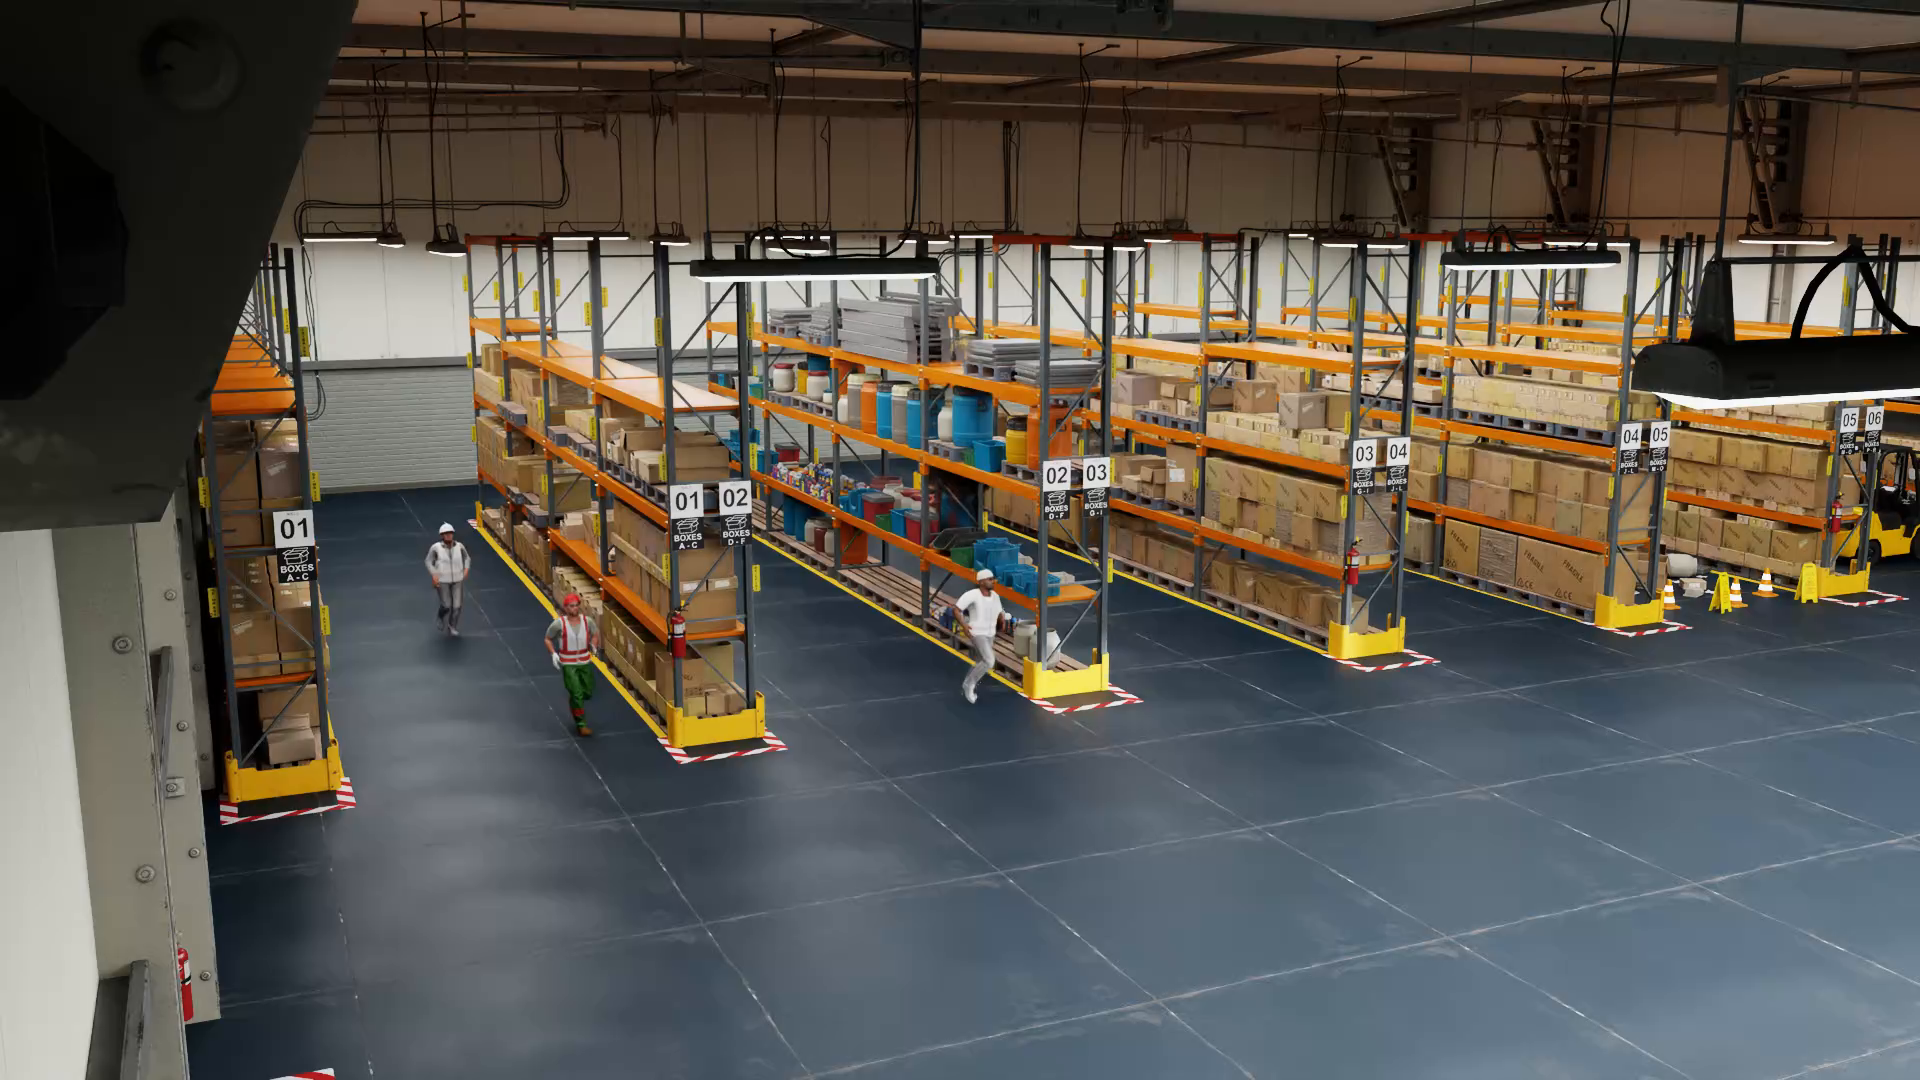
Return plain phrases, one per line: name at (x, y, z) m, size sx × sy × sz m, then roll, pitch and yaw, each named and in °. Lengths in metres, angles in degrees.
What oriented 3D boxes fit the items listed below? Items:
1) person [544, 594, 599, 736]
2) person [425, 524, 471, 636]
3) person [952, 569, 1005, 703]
person at (-4.800, 1.521, 20.675) m, size 0.657 × 1.755 × 0.760 m, roll -7°, pitch 13°, yaw -31°
person at (-7.801, 0.608, 25.458) m, size 0.676 × 1.742 × 0.576 m, roll -7°, pitch 13°, yaw -32°
person at (0.328, 1.251, 21.929) m, size 0.605 × 1.729 × 0.691 m, roll 9°, pitch 14°, yaw 40°
